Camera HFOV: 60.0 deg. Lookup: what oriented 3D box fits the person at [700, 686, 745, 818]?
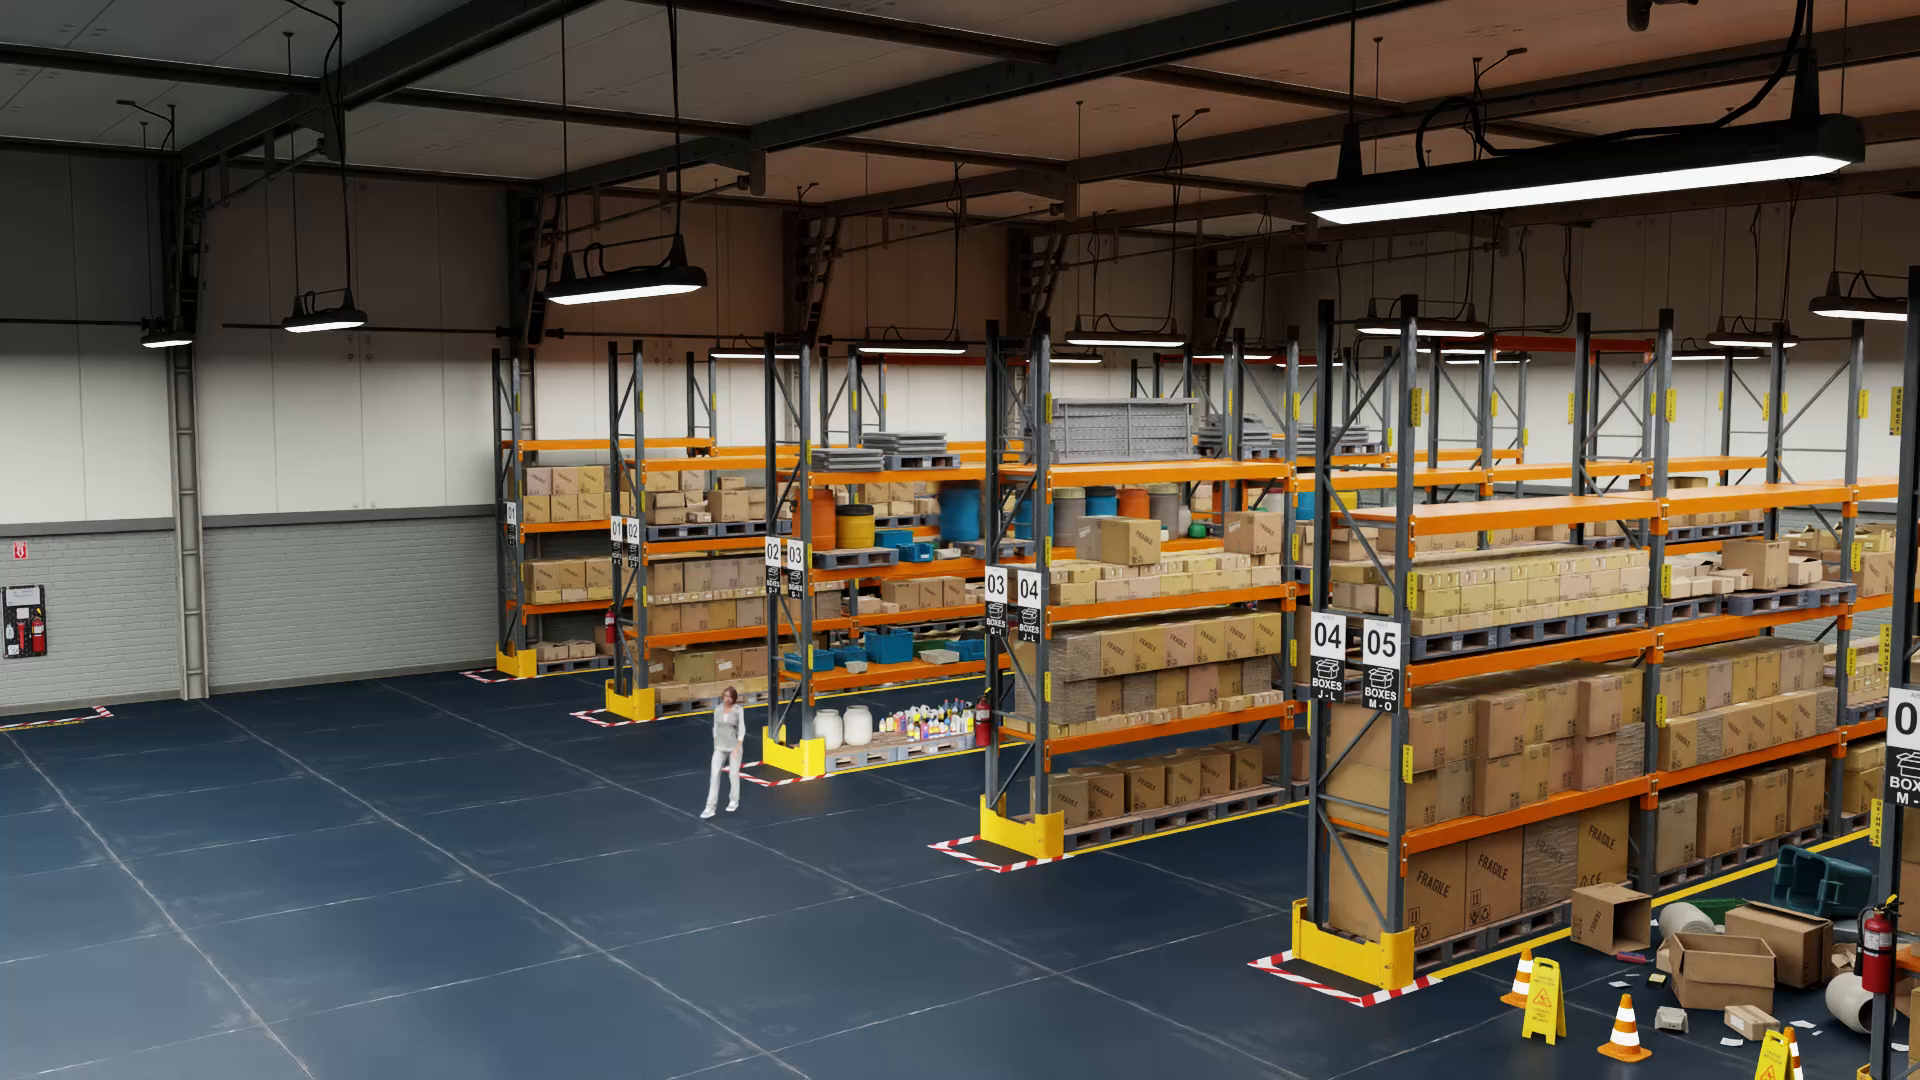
[{"bbox_3d":[-2.872,2.582,20.327,0.488,1.577,0.789,0,5,3],"label":"person"}]
